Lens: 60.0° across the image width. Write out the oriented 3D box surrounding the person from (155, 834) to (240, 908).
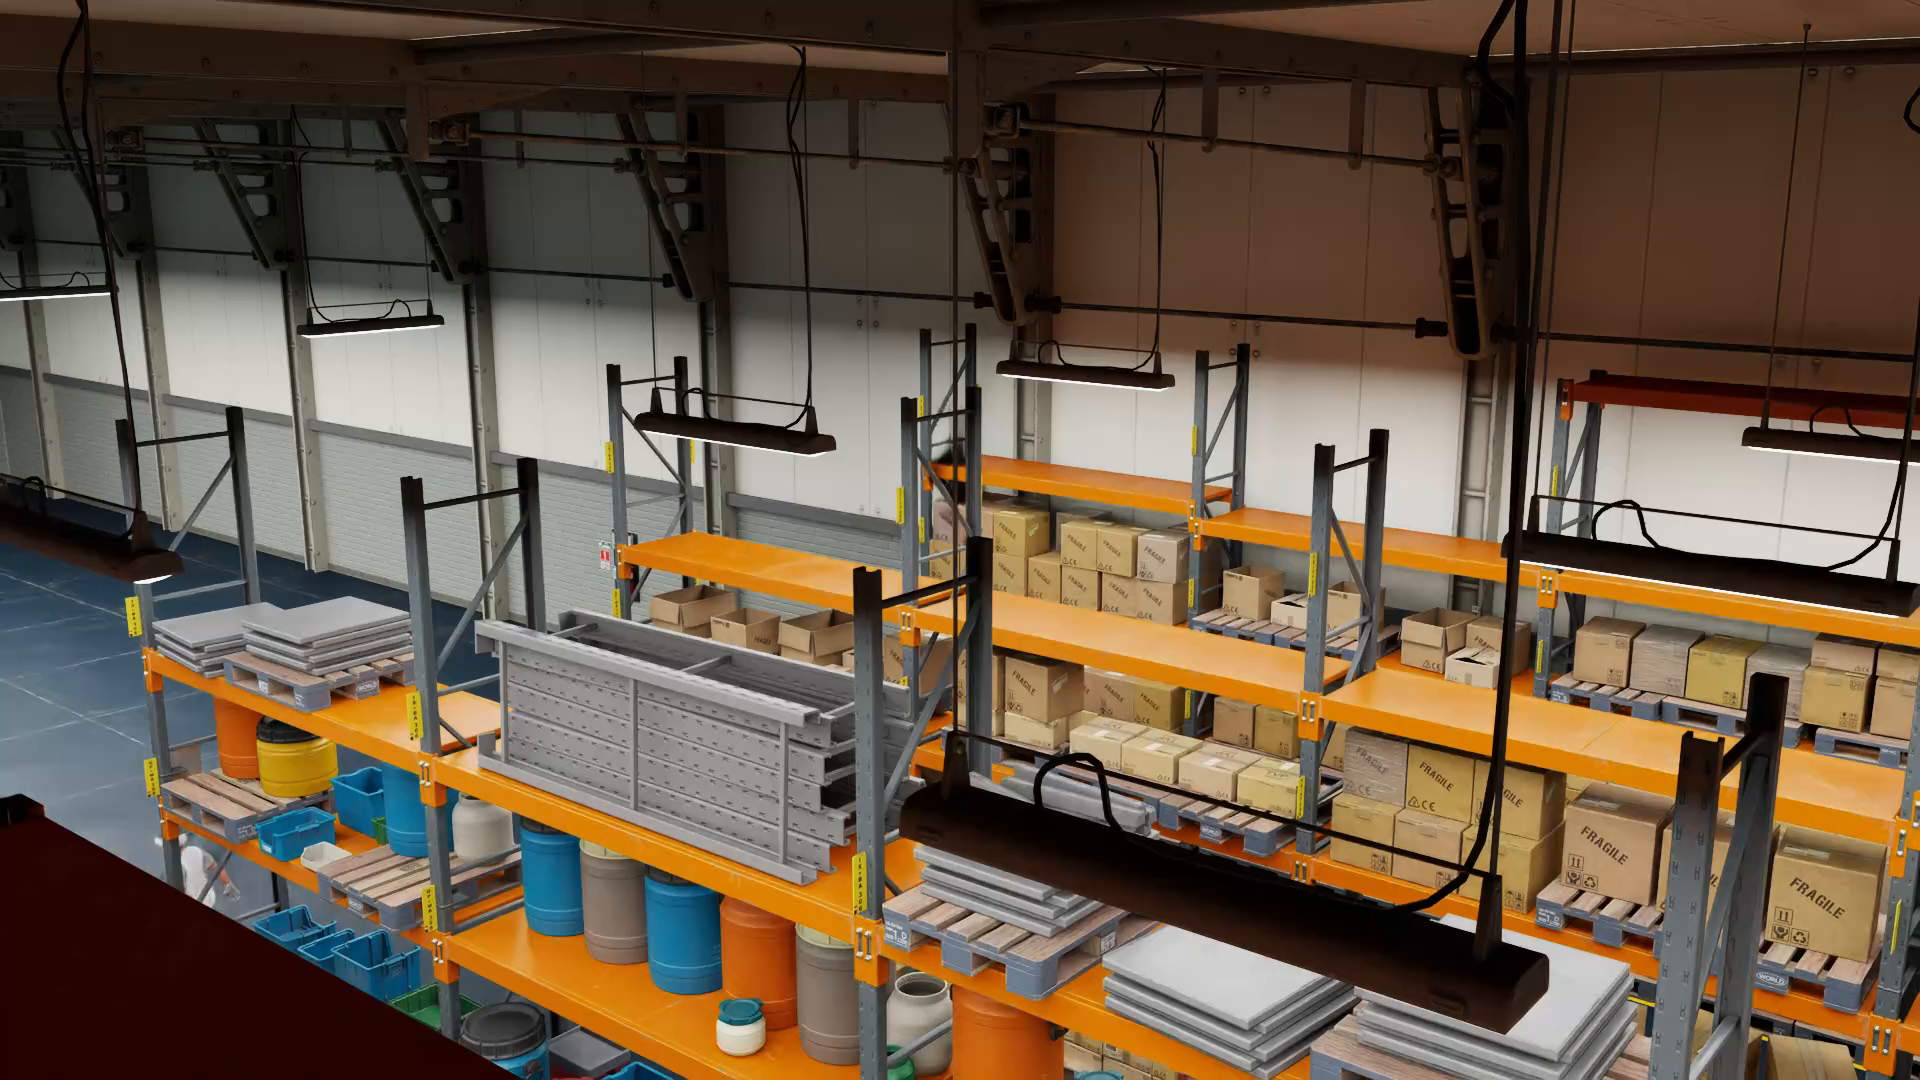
[{"bbox_3d":[-7.546,3.616,16.267,0.809,1.740,0.647,-2,13,-9],"label":"person"}]
